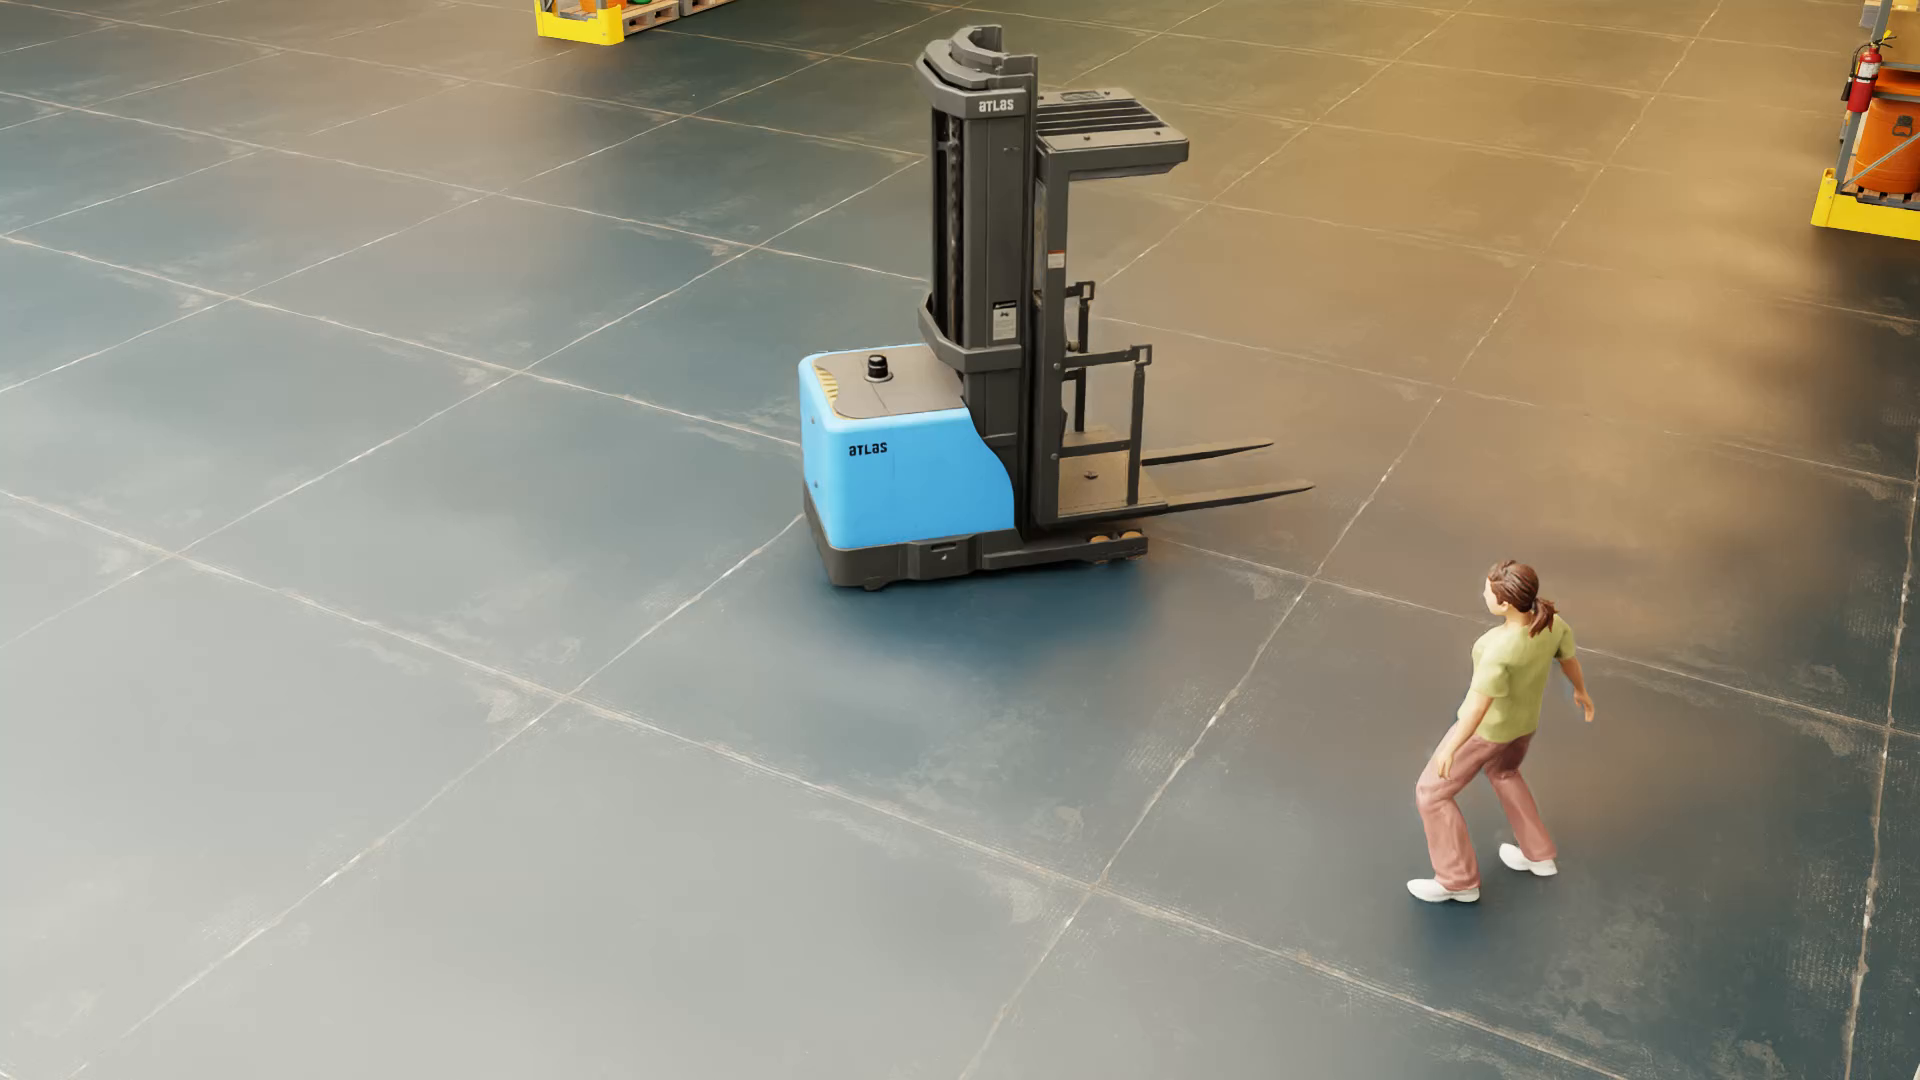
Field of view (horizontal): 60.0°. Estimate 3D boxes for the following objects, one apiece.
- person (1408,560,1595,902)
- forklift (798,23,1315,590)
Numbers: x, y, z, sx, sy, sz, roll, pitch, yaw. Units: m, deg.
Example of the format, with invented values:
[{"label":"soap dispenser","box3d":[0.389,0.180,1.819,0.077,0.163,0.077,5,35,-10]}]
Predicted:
[{"label":"person","box3d":[2.360,0.795,7.036,0.813,1.598,0.477,-16,34,-26]},{"label":"forklift","box3d":[0.616,-1.375,9.453,3.031,2.935,1.130,-7,31,-13]}]
